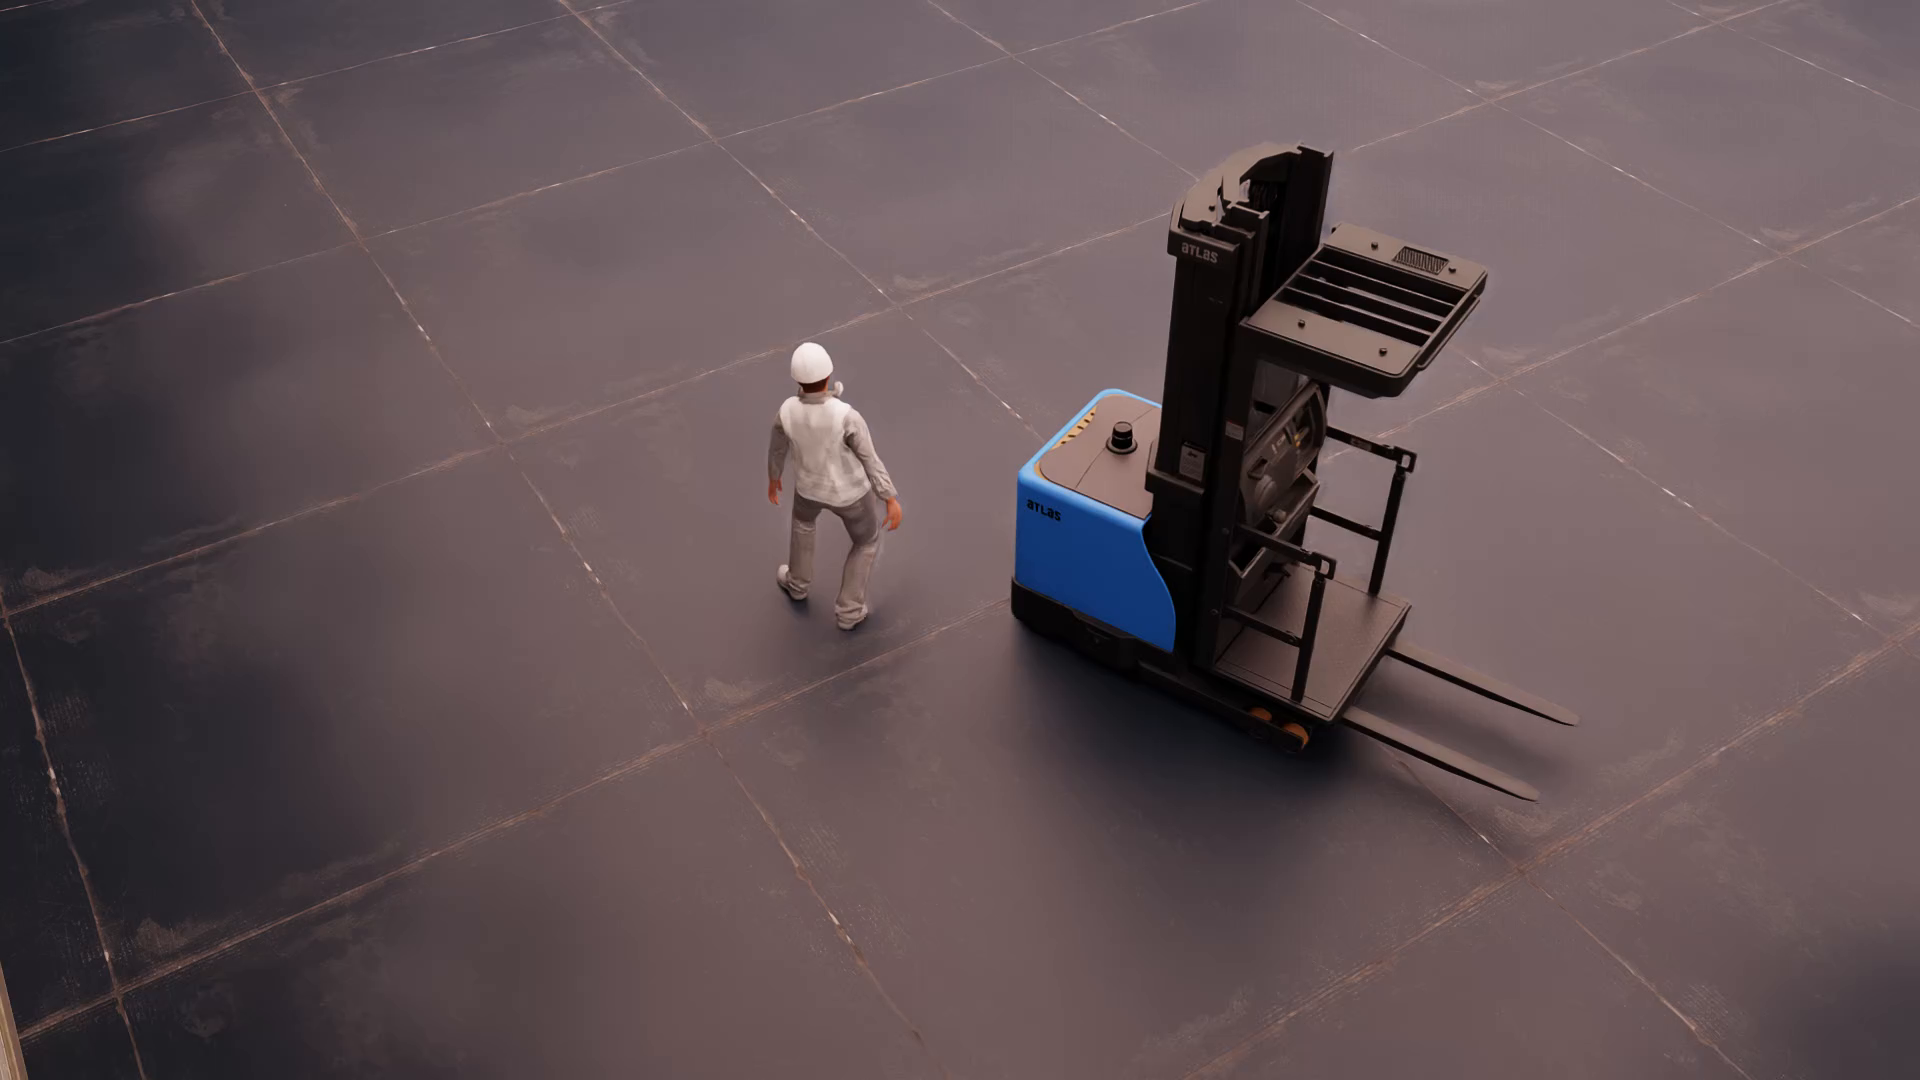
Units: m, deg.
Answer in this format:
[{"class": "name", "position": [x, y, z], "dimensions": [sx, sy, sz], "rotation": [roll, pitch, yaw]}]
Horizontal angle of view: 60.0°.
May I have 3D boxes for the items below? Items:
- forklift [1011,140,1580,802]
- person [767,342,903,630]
[{"class": "forklift", "position": [1.800, -0.376, 8.301], "dimensions": [3.031, 2.935, 1.130], "rotation": [24, 47, 25]}, {"class": "person", "position": [-0.707, -0.274, 9.153], "dimensions": [0.875, 1.726, 0.492], "rotation": [17, 44, 18]}]
